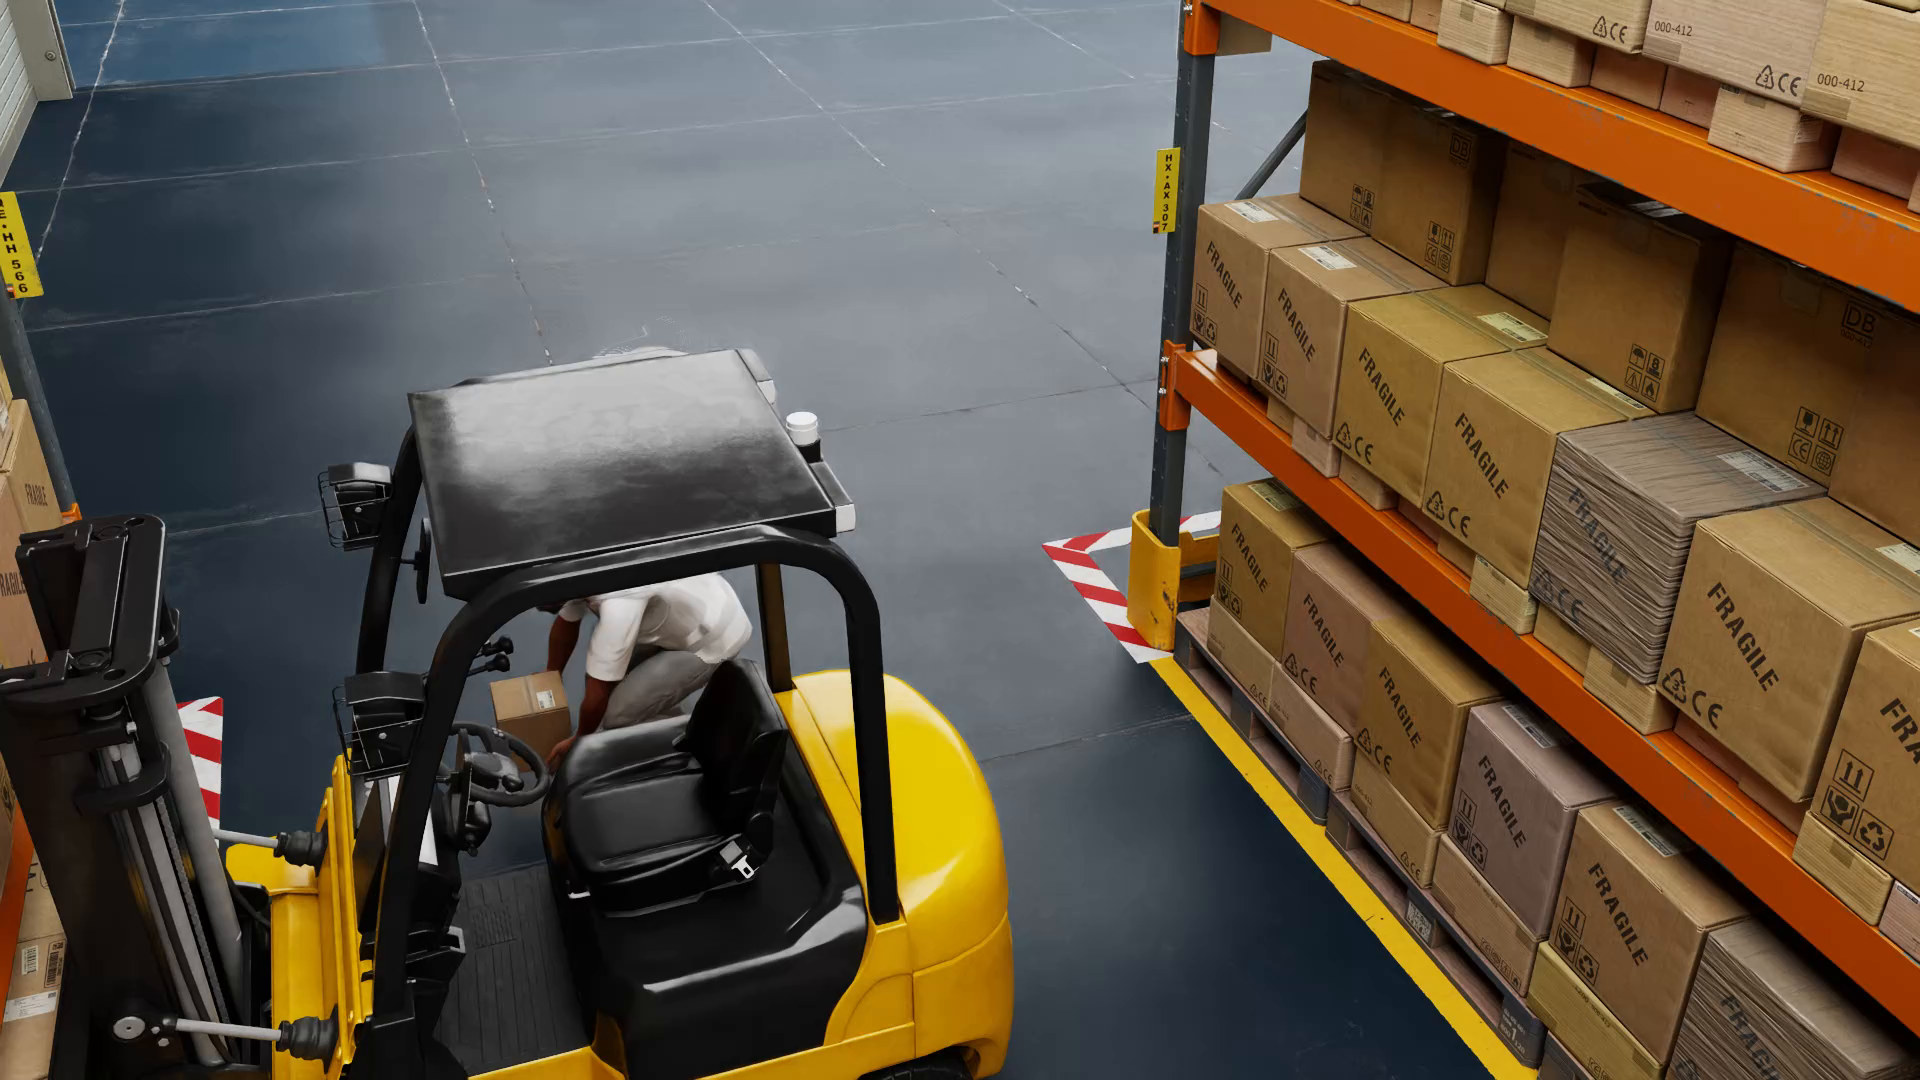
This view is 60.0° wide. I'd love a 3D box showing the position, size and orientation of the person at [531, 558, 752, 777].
[{"bbox_3d":[-1.178,0.417,6.017,0.857,1.132,0.607,-10,31,-18],"label":"person"}]
